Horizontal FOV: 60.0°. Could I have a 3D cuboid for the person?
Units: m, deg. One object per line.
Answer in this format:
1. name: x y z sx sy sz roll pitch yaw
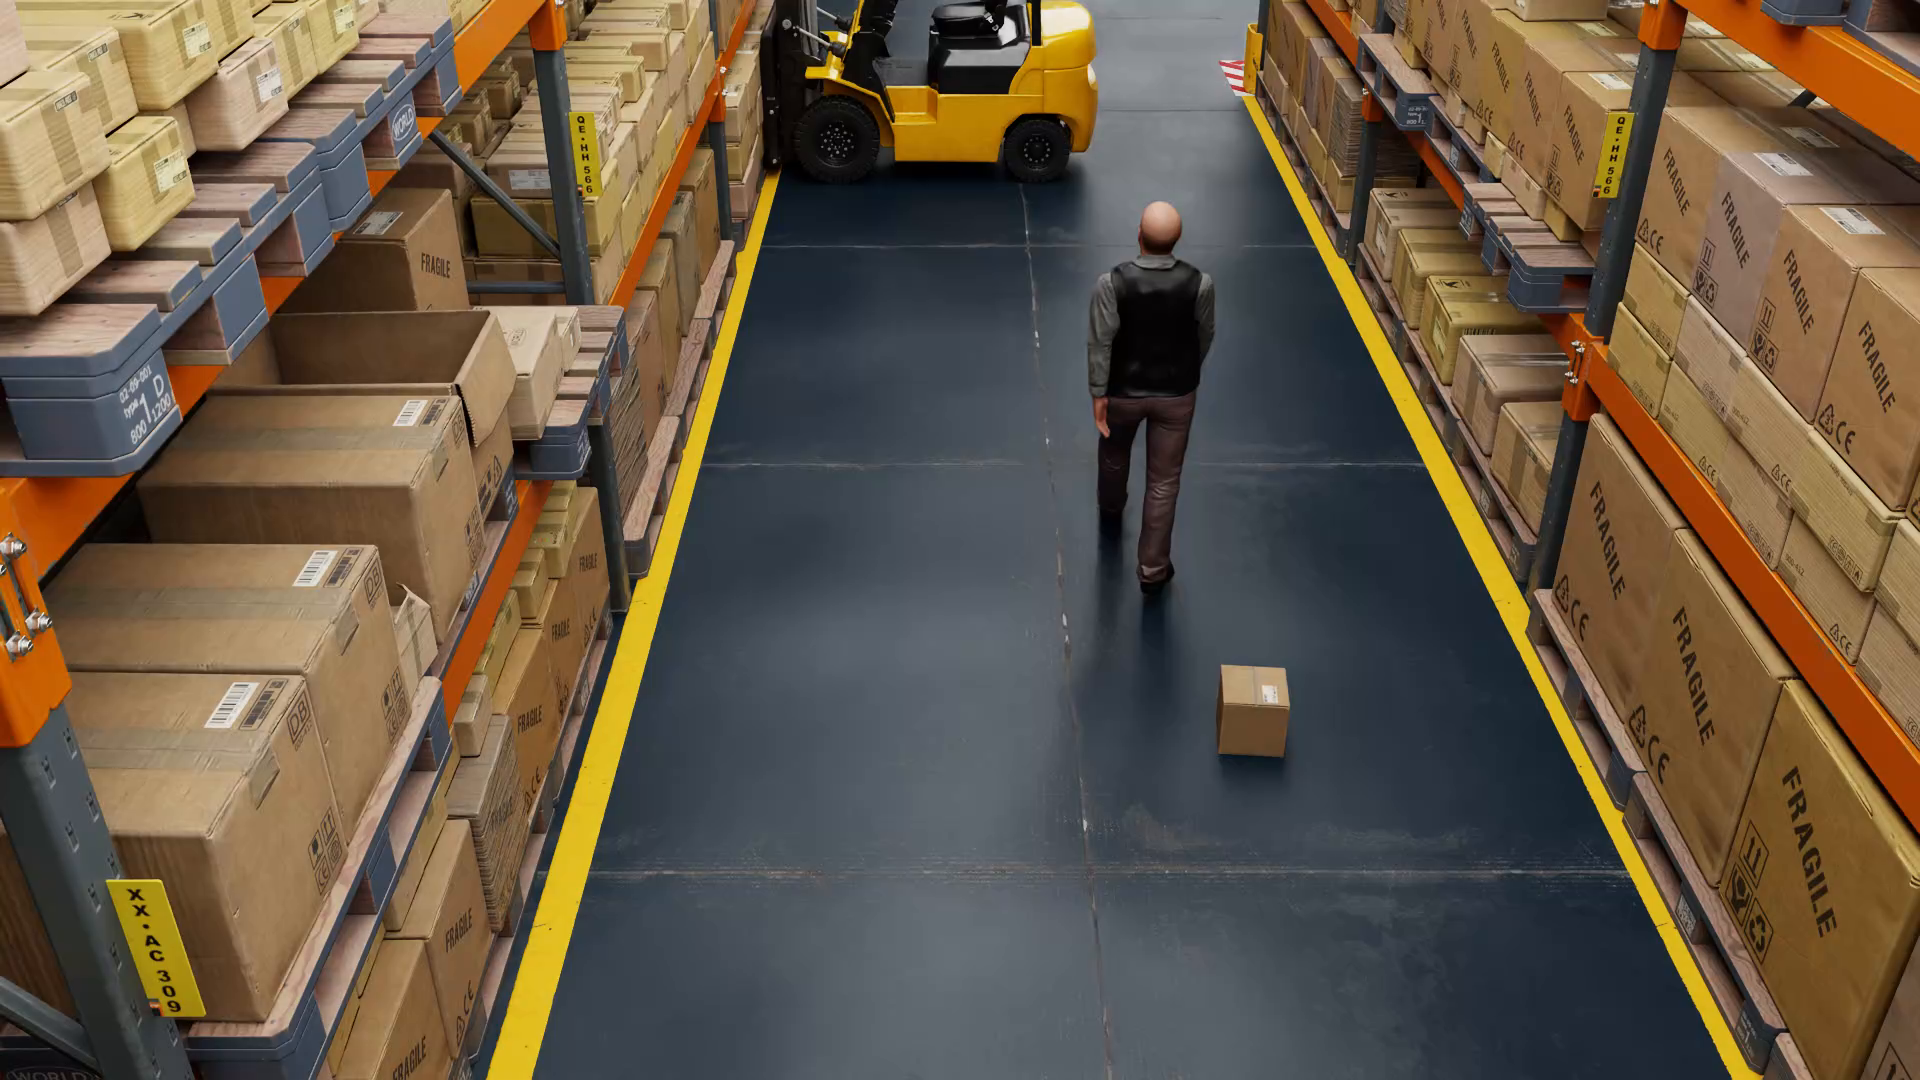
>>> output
1. person: 0.824 -0.694 7.270 0.537 1.687 0.956 4 32 6
